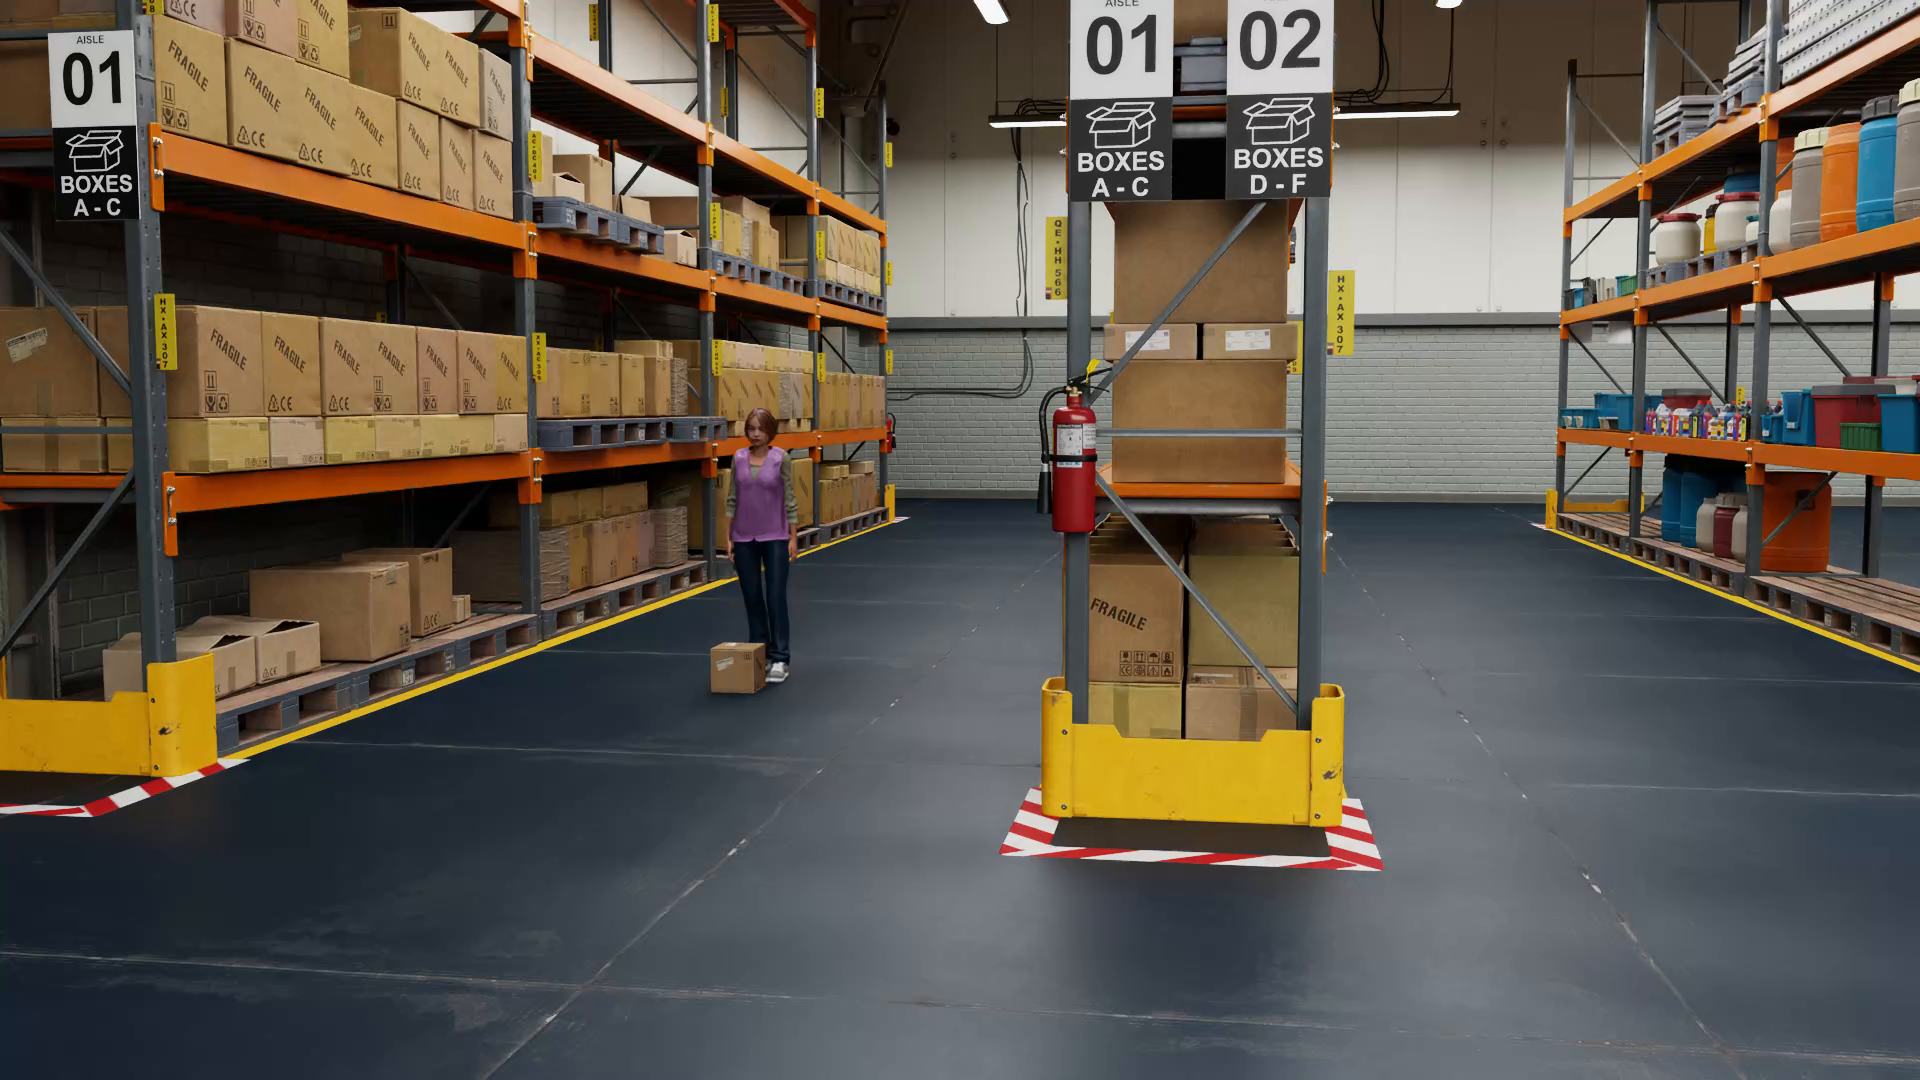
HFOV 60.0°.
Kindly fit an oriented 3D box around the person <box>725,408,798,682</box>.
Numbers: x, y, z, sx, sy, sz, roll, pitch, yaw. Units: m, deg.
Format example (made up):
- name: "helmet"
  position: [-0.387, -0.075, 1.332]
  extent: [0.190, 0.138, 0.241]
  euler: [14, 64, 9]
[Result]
- name: "person"
  position: [-1.191, 0.020, 9.837]
  extent: [0.430, 1.602, 0.479]
  euler: [1, 5, 9]
